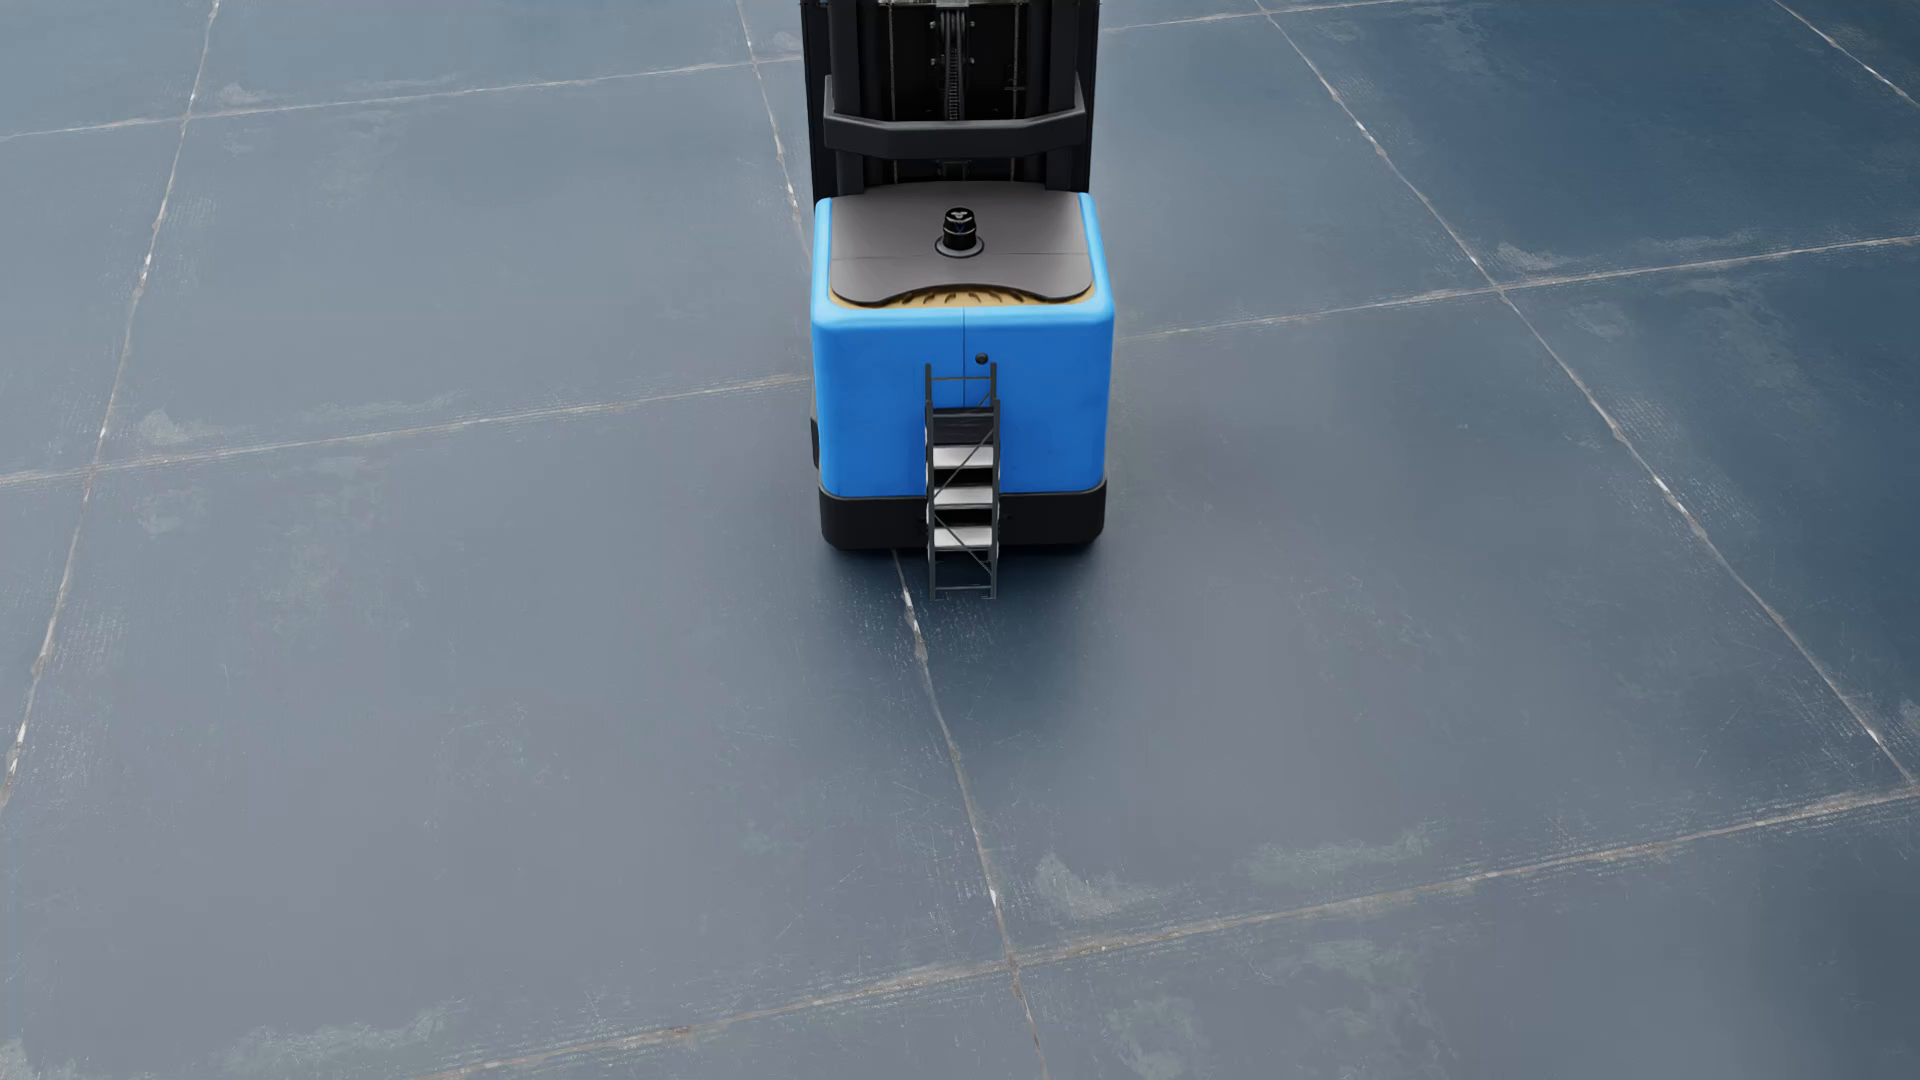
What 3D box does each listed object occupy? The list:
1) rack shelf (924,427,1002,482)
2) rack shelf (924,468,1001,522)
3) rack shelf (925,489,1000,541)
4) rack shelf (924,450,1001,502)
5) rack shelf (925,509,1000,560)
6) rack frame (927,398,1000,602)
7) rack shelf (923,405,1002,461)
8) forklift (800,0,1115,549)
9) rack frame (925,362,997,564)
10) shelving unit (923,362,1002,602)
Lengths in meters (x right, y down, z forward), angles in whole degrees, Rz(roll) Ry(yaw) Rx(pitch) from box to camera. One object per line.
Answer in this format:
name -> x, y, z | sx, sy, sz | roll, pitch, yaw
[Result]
rack shelf -> 0.007, -0.296, 5.685 | 0.258, 0.077, 0.200 | -2, 42, -2
rack shelf -> 0.007, -0.162, 5.804 | 0.258, 0.077, 0.200 | -2, 42, -2
rack shelf -> 0.007, -0.094, 5.864 | 0.258, 0.077, 0.200 | -2, 42, -2
rack shelf -> 0.007, -0.229, 5.745 | 0.258, 0.077, 0.200 | -2, 42, -2
rack shelf -> 0.007, -0.027, 5.924 | 0.258, 0.077, 0.200 | -2, 42, -2
rack frame -> 0.012, -0.119, 5.706 | 0.240, 0.900, 0.006 | -2, 42, -2
rack shelf -> 0.007, -0.364, 5.625 | 0.258, 0.077, 0.200 | -2, 42, -2
forklift -> -0.047, -2.023, 6.321 | 1.130, 2.935, 3.031 | -2, 42, -2
rack frame -> 0.003, -0.254, 5.858 | 0.240, 0.900, 0.006 | -2, 42, -2
shelving unit -> 0.007, -0.187, 5.782 | 0.258, 0.900, 0.210 | -2, 42, -2
